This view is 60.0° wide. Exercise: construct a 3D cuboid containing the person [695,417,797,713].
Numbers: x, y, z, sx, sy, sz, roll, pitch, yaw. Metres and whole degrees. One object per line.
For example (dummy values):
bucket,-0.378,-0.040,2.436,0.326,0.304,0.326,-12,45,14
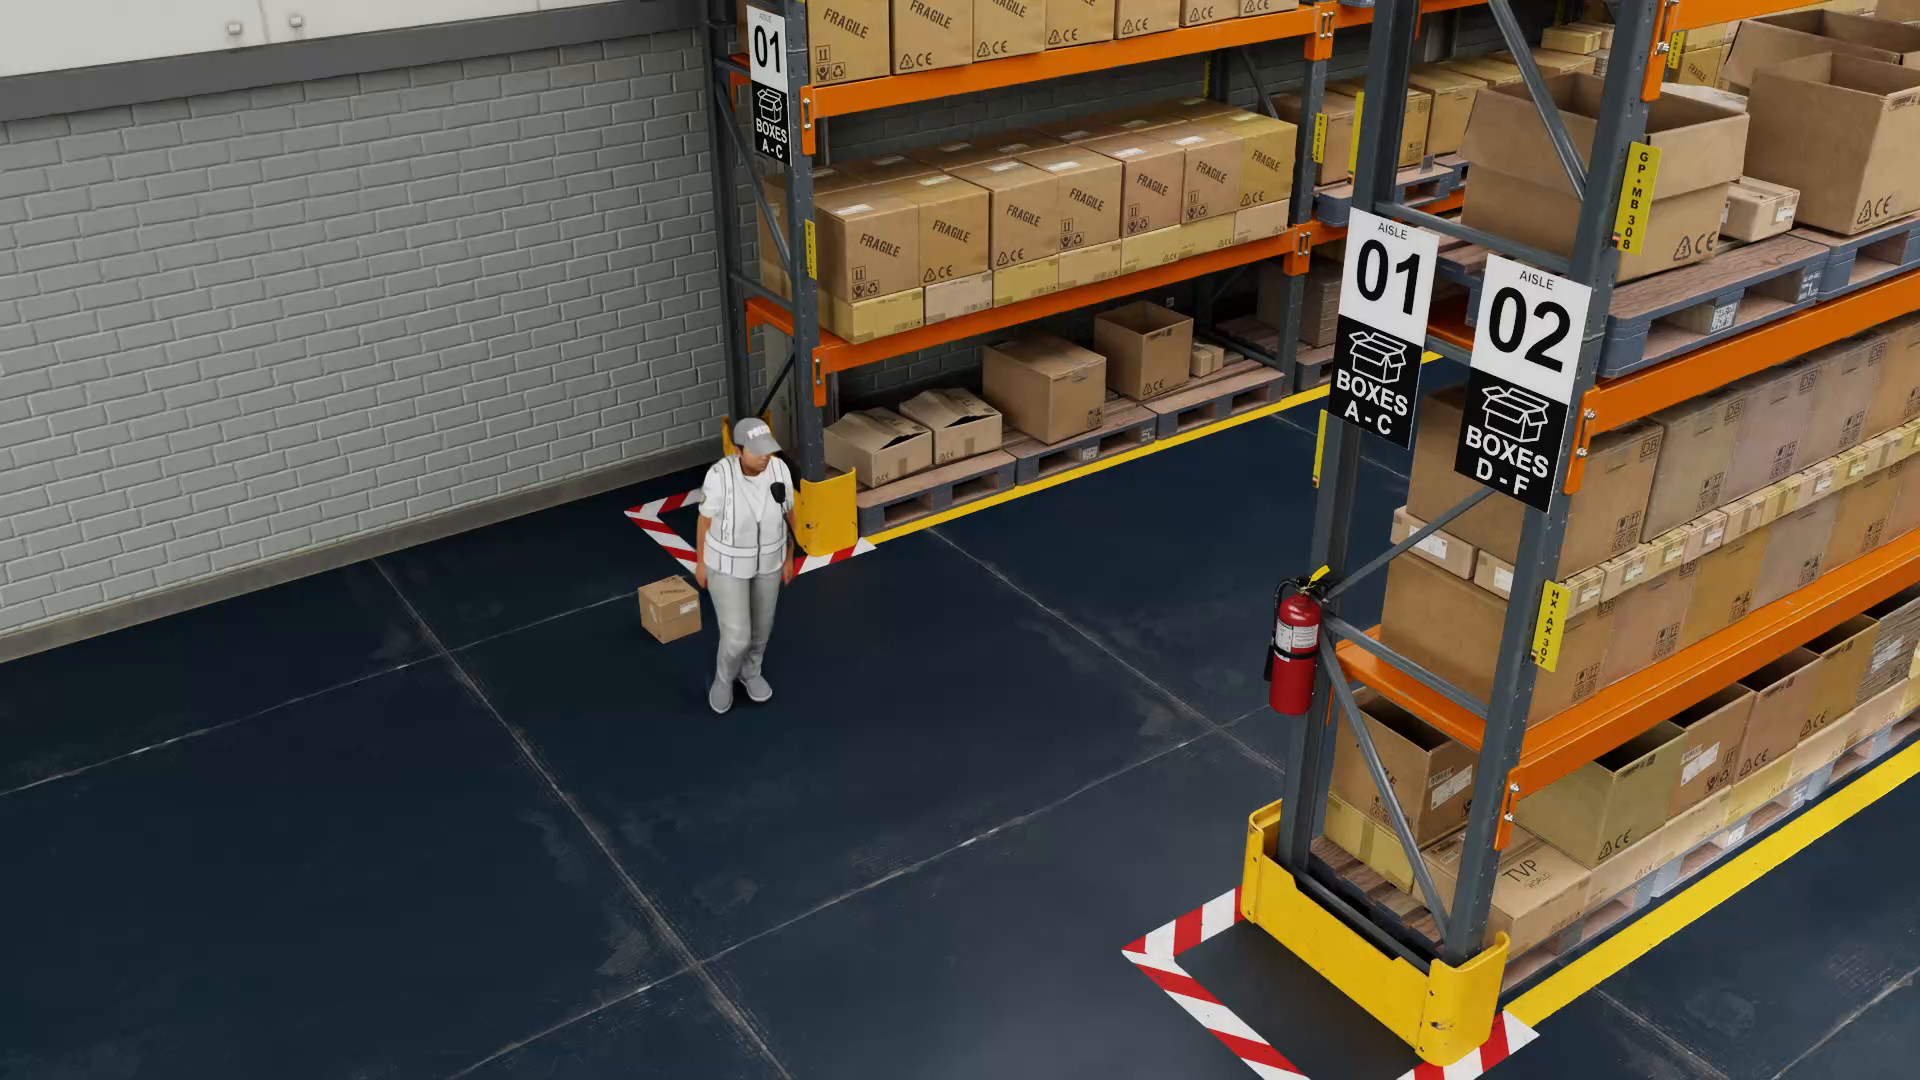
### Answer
person,-1.065,0.121,8.374,0.528,1.647,0.508,-16,32,-26
